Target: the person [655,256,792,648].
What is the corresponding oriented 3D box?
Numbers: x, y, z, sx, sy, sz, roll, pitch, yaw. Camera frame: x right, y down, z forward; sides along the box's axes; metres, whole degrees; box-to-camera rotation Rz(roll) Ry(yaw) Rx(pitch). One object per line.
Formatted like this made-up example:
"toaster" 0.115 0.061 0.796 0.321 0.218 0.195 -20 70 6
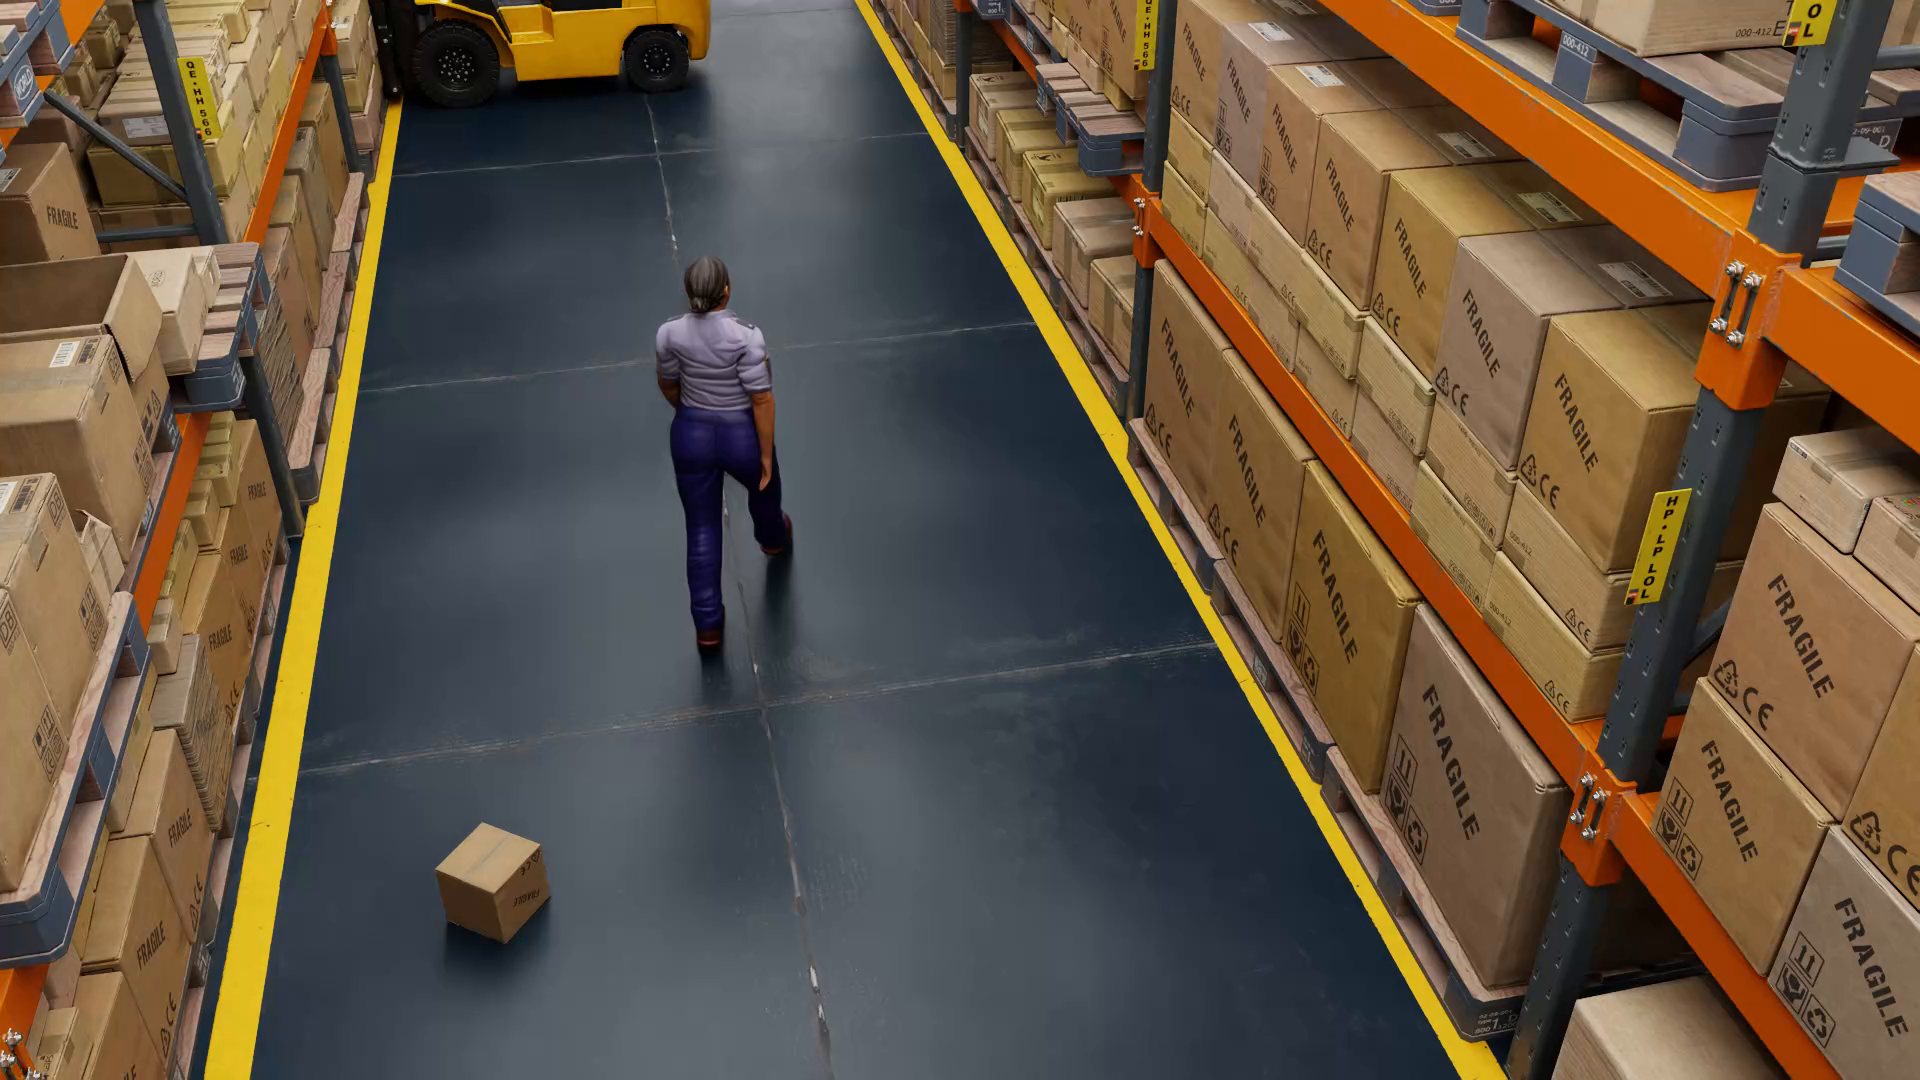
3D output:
"person" -0.963 -0.460 6.799 0.487 1.586 1.006 1 35 2
